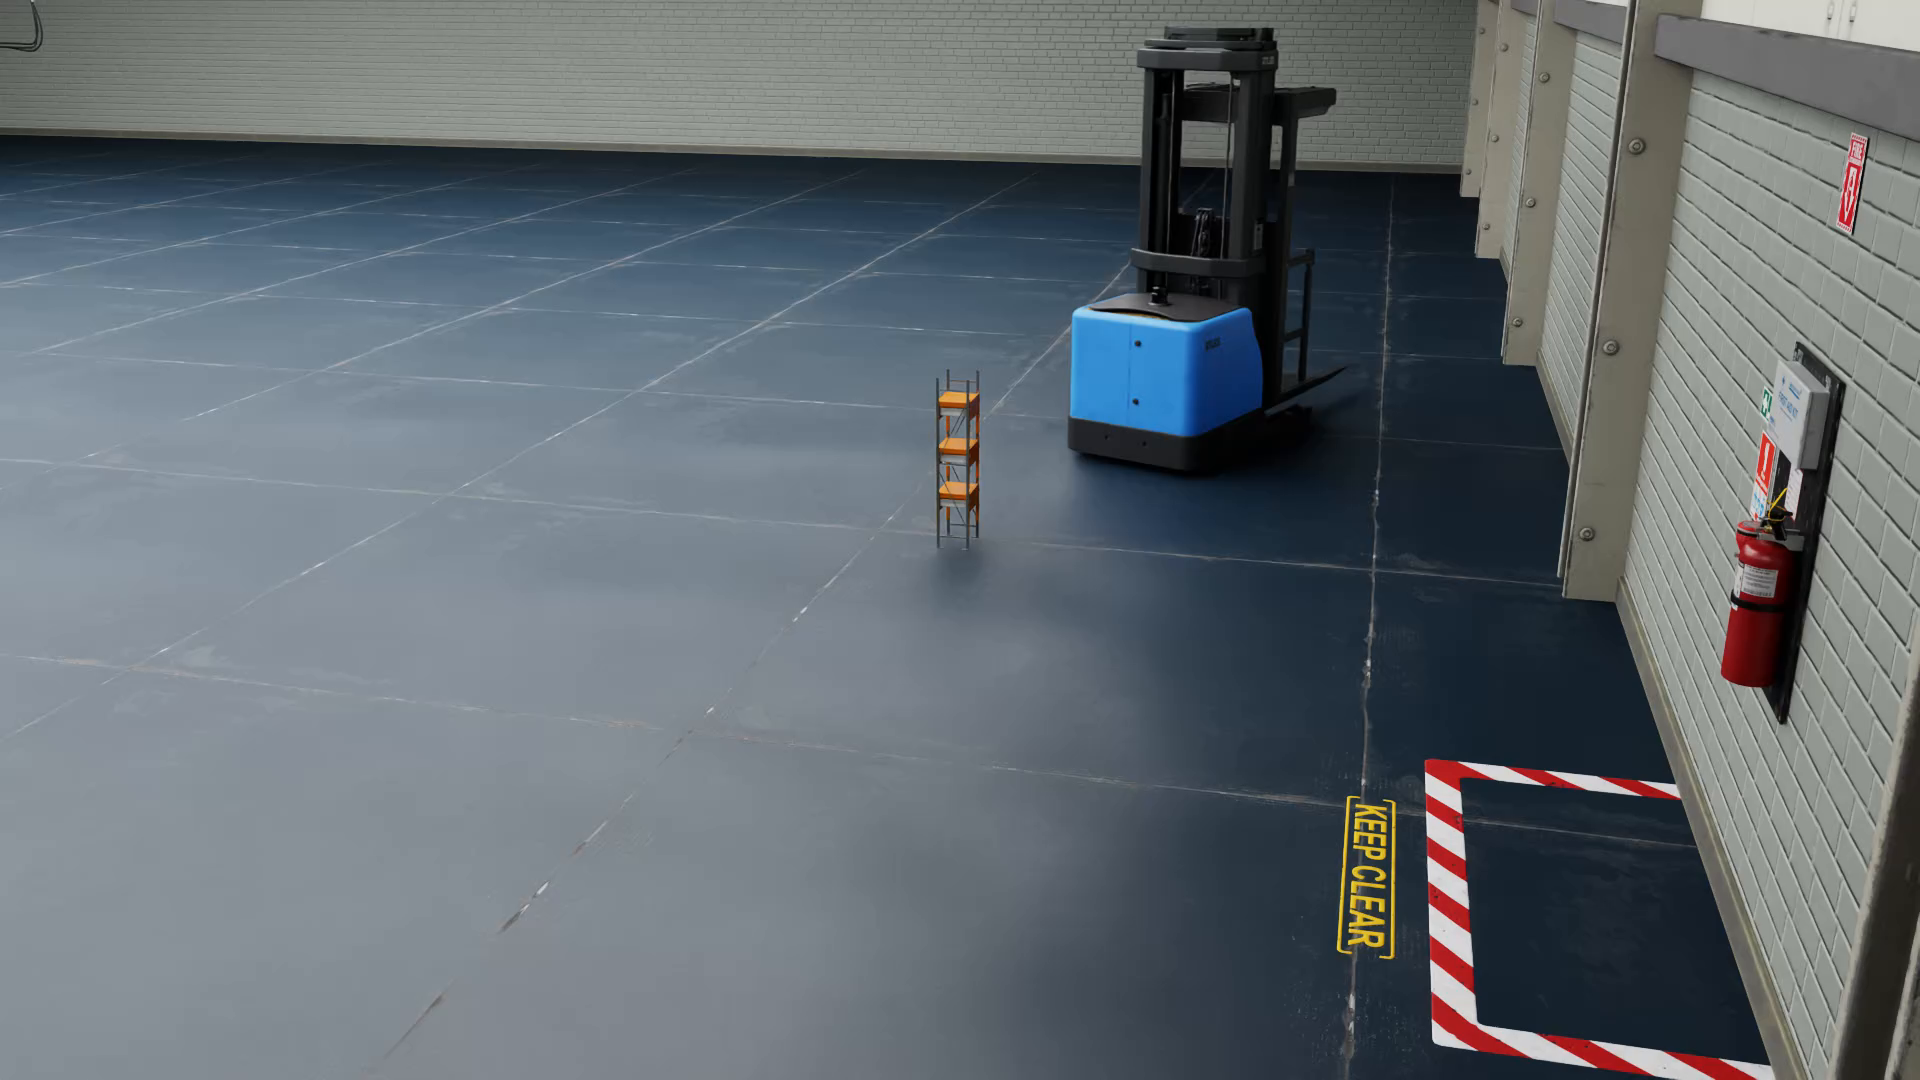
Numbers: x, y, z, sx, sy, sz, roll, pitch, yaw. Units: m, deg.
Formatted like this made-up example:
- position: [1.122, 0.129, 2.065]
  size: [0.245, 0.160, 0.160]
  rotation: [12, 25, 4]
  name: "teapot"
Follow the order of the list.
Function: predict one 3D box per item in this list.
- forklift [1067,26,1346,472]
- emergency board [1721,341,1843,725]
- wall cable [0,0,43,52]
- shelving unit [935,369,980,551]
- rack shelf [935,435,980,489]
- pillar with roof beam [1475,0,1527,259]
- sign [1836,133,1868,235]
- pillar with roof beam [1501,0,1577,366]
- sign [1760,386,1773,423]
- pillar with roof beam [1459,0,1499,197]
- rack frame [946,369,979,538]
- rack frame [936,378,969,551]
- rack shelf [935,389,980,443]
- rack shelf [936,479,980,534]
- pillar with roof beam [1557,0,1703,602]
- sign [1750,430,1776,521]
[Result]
- position: [2.032, -2.274, 12.310]
  size: [1.130, 2.935, 3.031]
  rotation: [13, 23, 33]
  name: "forklift"
- position: [2.728, -0.039, 5.662]
  size: [0.194, 1.169, 0.643]
  rotation: [5, 19, 13]
  name: "emergency board"
- position: [-20.592, -11.466, 34.640]
  size: [3.097, 2.526, 0.112]
  rotation: [5, 19, 13]
  name: "wall cable"
- position: [-0.013, -0.480, 9.969]
  size: [0.215, 1.050, 0.252]
  rotation: [5, 19, 13]
  name: "shelving unit"
- position: [-0.013, -0.470, 9.972]
  size: [0.215, 0.259, 0.240]
  rotation: [5, 19, 13]
  name: "rack shelf"
- position: [2.310, -8.089, 19.947]
  size: [9.100, 9.000, 0.400]
  rotation: [5, 19, 13]
  name: "pillar with roof beam"
- position: [2.826, -1.131, 5.272]
  size: [0.001, 0.298, 0.199]
  rotation: [5, 19, 13]
  name: "sign"
- position: [0.844, -6.208, 14.441]
  size: [9.100, 9.000, 0.400]
  rotation: [5, 19, 13]
  name: "pillar with roof beam"
- position: [2.953, -0.472, 6.052]
  size: [0.001, 0.109, 0.331]
  rotation: [5, 19, 13]
  name: "sign"
- position: [3.776, -9.969, 25.453]
  size: [9.100, 9.000, 0.400]
  rotation: [5, 19, 13]
  name: "pillar with roof beam"
- position: [0.017, -0.518, 10.081]
  size: [0.200, 1.050, 0.008]
  rotation: [5, 19, 13]
  name: "rack frame"
- position: [-0.043, -0.442, 9.857]
  size: [0.200, 1.050, 0.008]
  rotation: [5, 19, 13]
  name: "rack frame"
- position: [-0.013, -0.739, 9.880]
  size: [0.215, 0.259, 0.240]
  rotation: [5, 19, 13]
  name: "rack shelf"
- position: [-0.013, -0.207, 10.062]
  size: [0.215, 0.259, 0.240]
  rotation: [5, 19, 13]
  name: "rack shelf"
- position: [-0.622, -4.327, 8.935]
  size: [9.100, 9.000, 0.400]
  rotation: [5, 19, 13]
  name: "pillar with roof beam"
- position: [2.963, -0.221, 6.140]
  size: [0.001, 0.329, 0.234]
  rotation: [5, 19, 13]
  name: "sign"
